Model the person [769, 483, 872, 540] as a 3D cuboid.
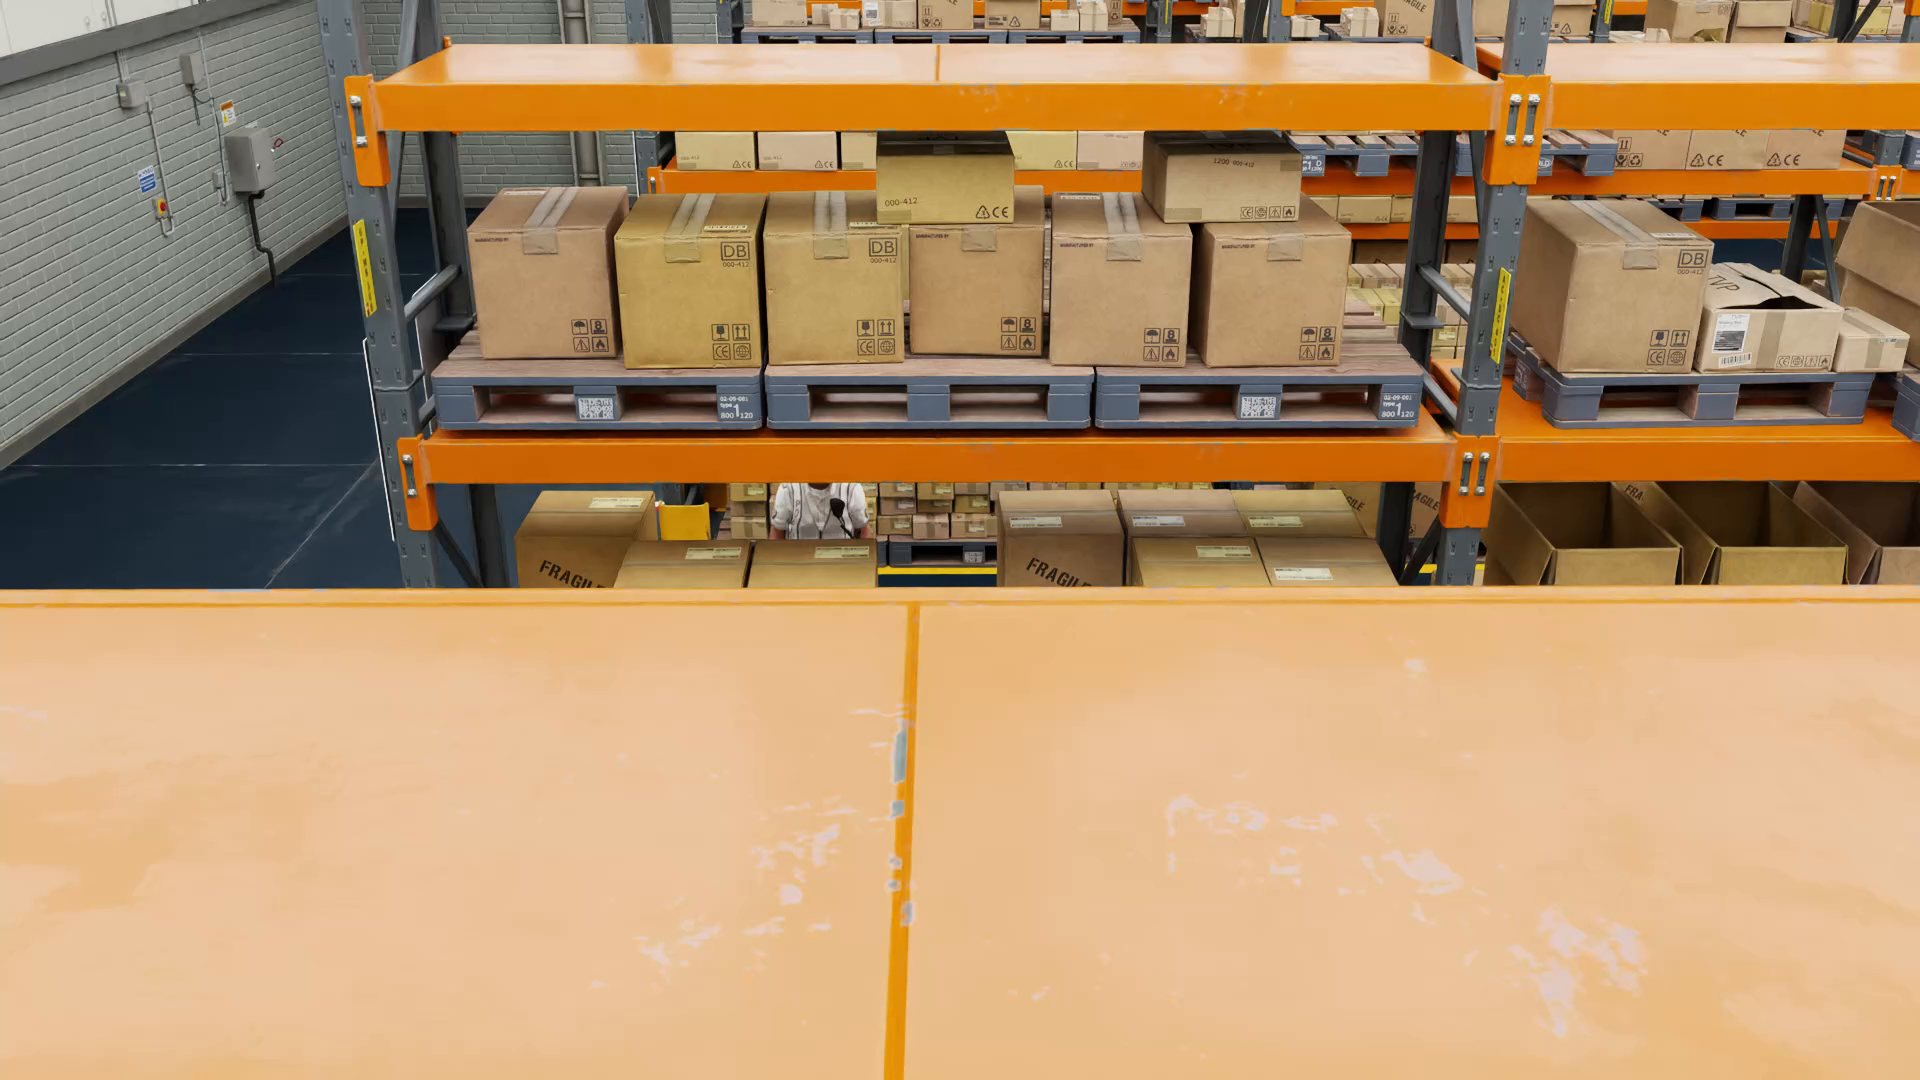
[{"bbox_3d":[-0.809,0.197,9.646,0.606,1.750,0.432,-2,24,-4],"label":"person"}]
